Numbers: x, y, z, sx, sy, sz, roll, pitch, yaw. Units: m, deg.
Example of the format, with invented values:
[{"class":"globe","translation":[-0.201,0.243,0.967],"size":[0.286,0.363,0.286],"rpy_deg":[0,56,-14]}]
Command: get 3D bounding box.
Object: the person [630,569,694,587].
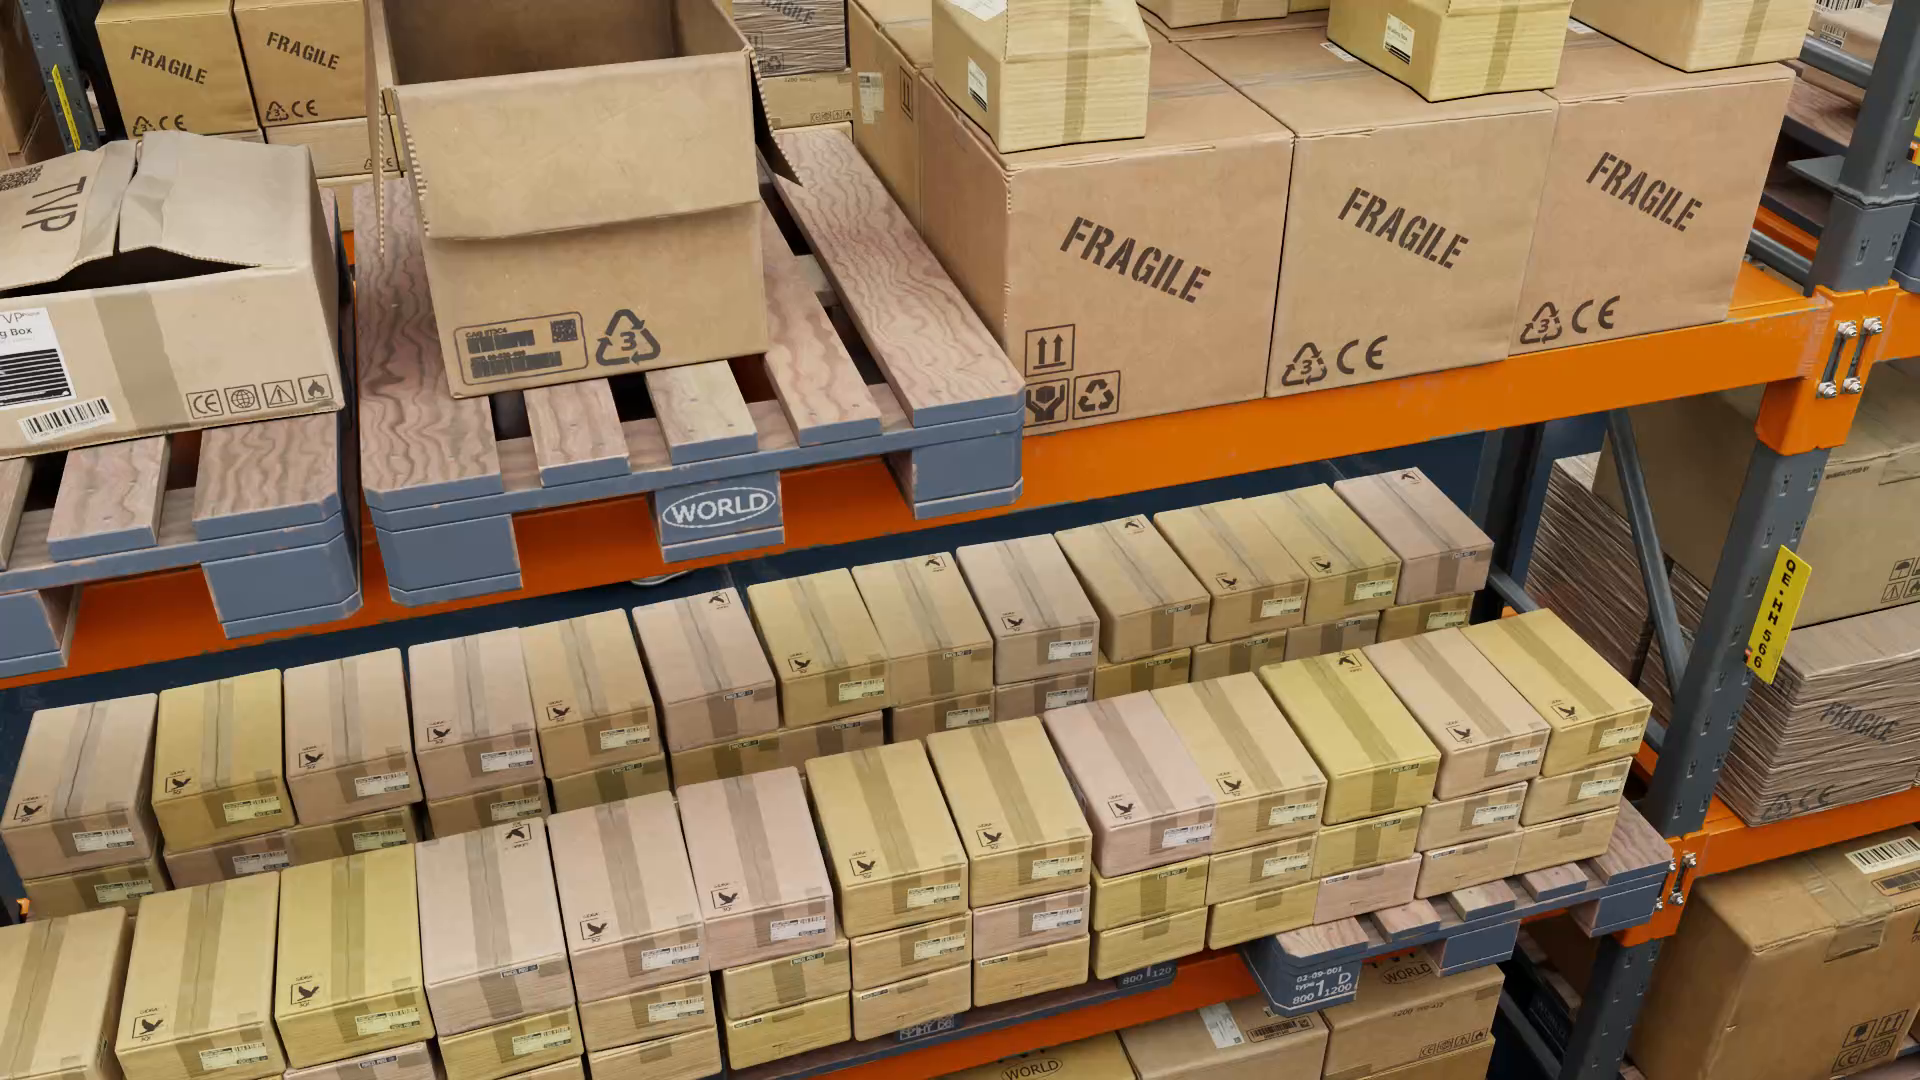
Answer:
[{"class":"person","translation":[-1.455,-0.275,7.148],"size":[0.911,0.995,0.448],"rpy_deg":[-12,36,-17]}]
